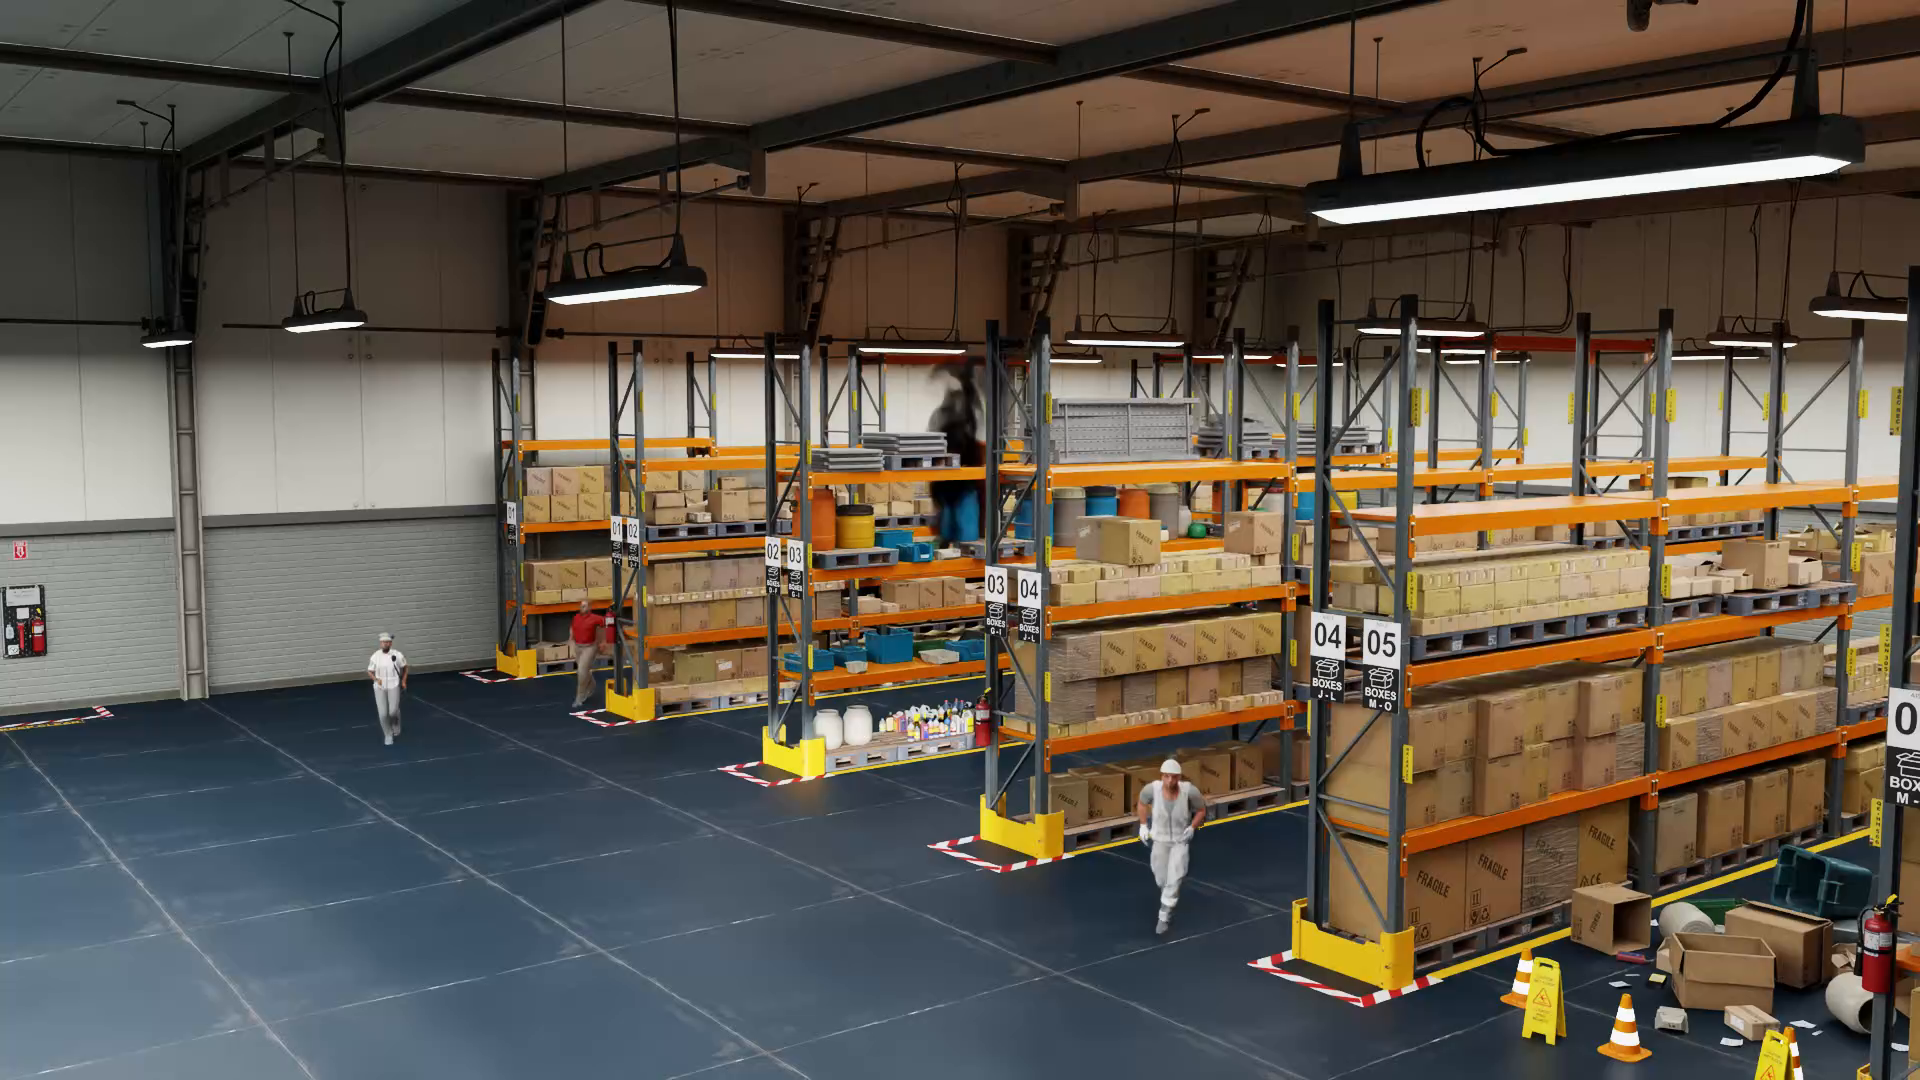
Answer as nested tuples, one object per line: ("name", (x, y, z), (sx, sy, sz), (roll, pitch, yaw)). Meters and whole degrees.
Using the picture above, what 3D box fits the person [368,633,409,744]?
("person", (-8.438, 2.190, 24.529), (0.569, 1.661, 0.516), (-1, 5, -14))

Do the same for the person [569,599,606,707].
("person", (-6.223, 1.878, 27.773), (0.694, 1.800, 0.790), (3, 6, 29))

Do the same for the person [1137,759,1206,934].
("person", (2.047, 2.908, 16.113), (0.655, 1.697, 0.829), (1, 5, 6))
